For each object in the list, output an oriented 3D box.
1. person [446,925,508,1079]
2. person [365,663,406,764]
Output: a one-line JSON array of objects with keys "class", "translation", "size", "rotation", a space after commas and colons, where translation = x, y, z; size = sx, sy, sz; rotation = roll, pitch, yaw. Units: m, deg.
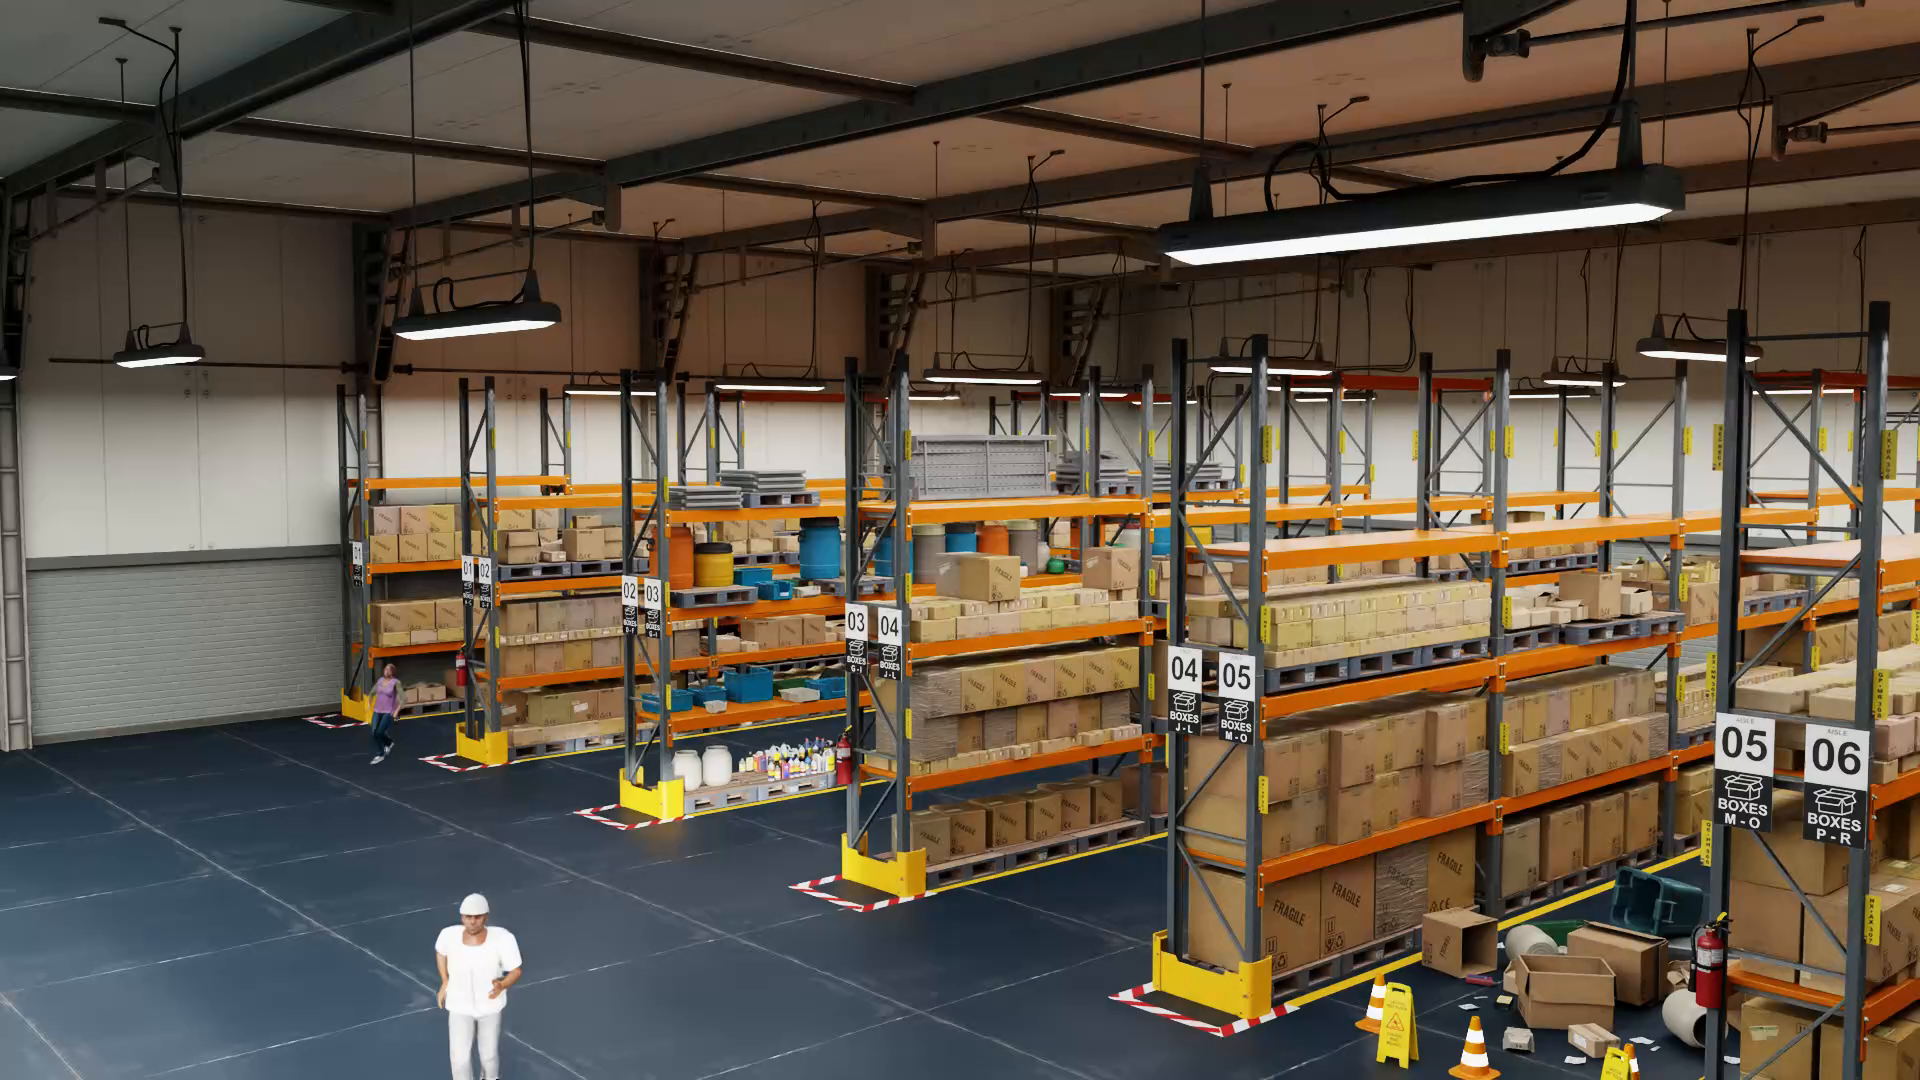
[{"class": "person", "translation": [-3.584, 3.525, 12.366], "size": [0.450, 1.420, 0.737], "rotation": [-1, 4, -14]}, {"class": "person", "translation": [-8.968, 2.703, 25.953], "size": [0.601, 1.549, 0.411], "rotation": [1, 4, 13]}]
